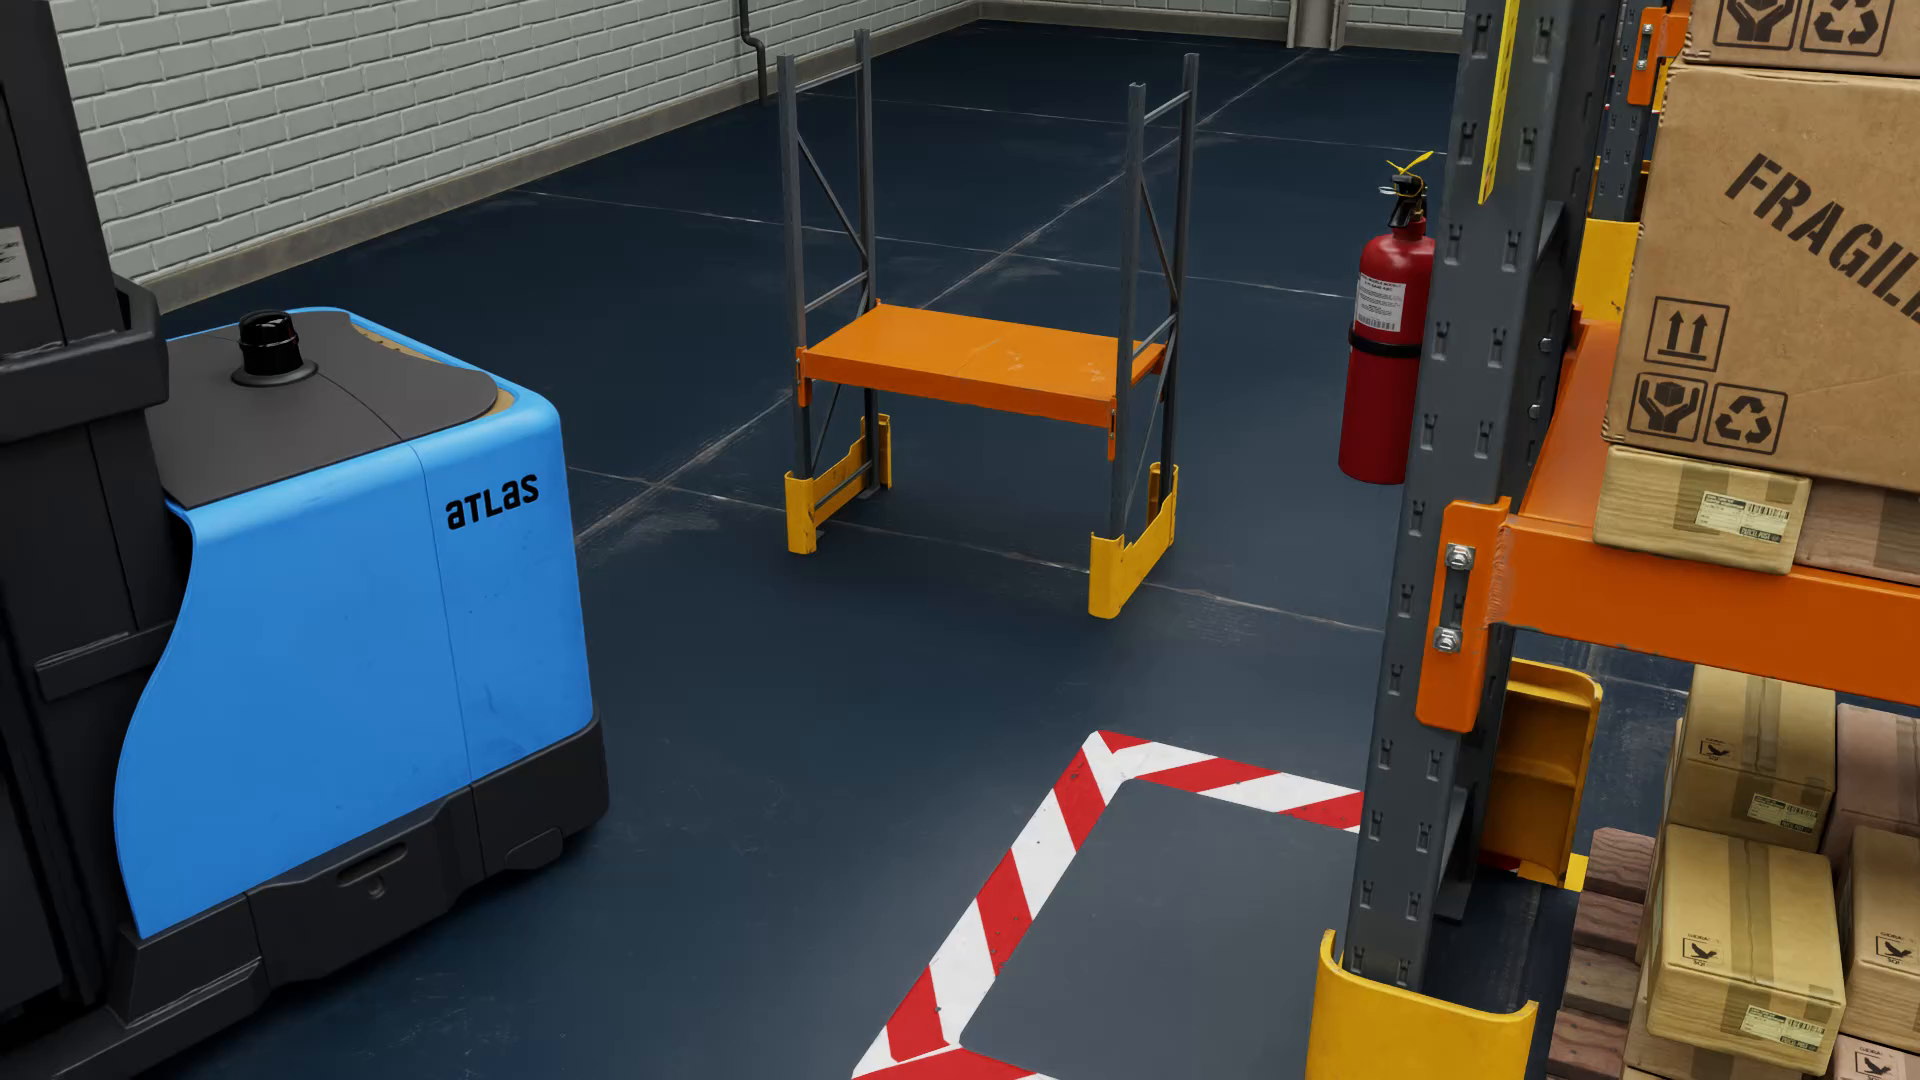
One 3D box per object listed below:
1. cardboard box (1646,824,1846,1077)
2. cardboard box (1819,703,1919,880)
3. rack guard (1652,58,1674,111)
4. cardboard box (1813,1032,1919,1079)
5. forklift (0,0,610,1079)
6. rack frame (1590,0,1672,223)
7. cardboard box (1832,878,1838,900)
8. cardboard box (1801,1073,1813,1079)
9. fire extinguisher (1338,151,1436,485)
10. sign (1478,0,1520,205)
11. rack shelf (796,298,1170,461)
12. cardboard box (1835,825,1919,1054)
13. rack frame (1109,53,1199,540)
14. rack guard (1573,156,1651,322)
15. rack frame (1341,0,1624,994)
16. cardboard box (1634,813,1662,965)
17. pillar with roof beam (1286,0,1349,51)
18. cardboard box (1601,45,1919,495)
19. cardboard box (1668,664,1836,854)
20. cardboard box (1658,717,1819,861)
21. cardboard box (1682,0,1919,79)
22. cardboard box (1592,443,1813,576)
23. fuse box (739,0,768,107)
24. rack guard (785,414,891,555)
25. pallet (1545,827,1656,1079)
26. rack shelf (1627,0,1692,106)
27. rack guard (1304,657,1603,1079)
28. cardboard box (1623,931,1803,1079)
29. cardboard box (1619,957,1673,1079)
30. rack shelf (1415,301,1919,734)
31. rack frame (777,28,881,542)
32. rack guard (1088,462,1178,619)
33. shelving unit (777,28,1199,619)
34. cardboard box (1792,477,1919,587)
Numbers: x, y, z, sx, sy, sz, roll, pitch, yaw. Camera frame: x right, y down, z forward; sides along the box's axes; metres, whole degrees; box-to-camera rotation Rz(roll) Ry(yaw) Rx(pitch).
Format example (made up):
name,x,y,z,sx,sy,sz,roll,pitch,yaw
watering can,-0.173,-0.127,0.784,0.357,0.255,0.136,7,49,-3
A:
name,x,y,z,sx,sy,sz,roll,pitch,yaw
cardboard box,1.238,0.638,2.636,0.250,0.149,0.380,10,28,19
cardboard box,1.693,0.470,2.978,0.250,0.149,0.380,12,29,23
rack guard,4.979,-3.288,11.362,0.348,0.500,1.175,11,28,22
cardboard box,1.498,0.811,2.622,0.250,0.149,0.380,11,28,22
forklift,-2.185,-0.309,2.560,1.130,2.935,3.031,23,34,38
rack frame,2.858,-2.427,6.783,0.127,3.000,1.000,11,28,22
cardboard box,1.715,0.591,3.070,0.250,0.149,0.380,11,28,21
cardboard box,1.518,0.912,2.753,0.250,0.149,0.380,11,28,22
fire extinguisher,0.863,-0.447,3.272,0.183,0.674,0.296,11,28,22
sign,0.677,-0.588,2.068,0.005,0.325,0.100,11,28,22
rack shelf,0.078,-0.496,4.966,1.000,0.185,0.538,11,28,22
cardboard box,1.538,0.640,2.632,0.250,0.149,0.380,12,29,23
rack frame,0.540,-0.564,4.698,0.032,1.500,0.500,11,28,22
rack guard,2.836,-1.309,7.344,0.348,0.500,1.175,11,28,22
rack frame,0.901,-0.418,2.702,0.127,3.000,1.000,11,28,22
cardboard box,1.467,0.685,3.214,0.250,0.149,0.380,12,29,23
pillar with roof beam,1.046,-6.239,7.734,0.400,9.000,9.100,11,28,22
cardboard box,1.196,-0.403,2.222,0.500,0.500,0.500,13,29,24
cardboard box,1.488,0.401,3.118,0.250,0.149,0.380,12,29,22
cardboard box,1.500,0.521,3.211,0.250,0.149,0.380,11,28,20
cardboard box,1.200,-0.856,2.010,0.500,0.500,0.500,11,28,21
cardboard box,1.060,-0.114,2.370,0.250,0.149,0.380,11,28,21
fuse box,-1.282,-3.688,10.804,0.414,1.711,0.539,11,28,22
rack guard,-0.384,-0.189,5.351,0.087,0.250,0.587,11,28,22
pallet,1.695,1.010,2.960,1.213,0.211,1.003,11,28,22
rack shelf,4.679,-1.738,6.199,4.000,0.370,1.077,11,28,22
rack guard,0.970,0.718,3.226,0.348,0.500,1.175,11,28,22
cardboard box,1.272,0.738,2.769,0.250,0.149,0.380,13,29,24
cardboard box,1.246,0.897,2.783,0.250,0.149,0.380,12,29,23
rack shelf,2.722,0.271,2.119,4.000,0.370,1.077,11,28,22
rack frame,-0.385,-0.750,5.076,0.032,1.500,0.500,11,28,22
rack guard,0.523,-0.007,4.982,0.087,0.250,0.587,11,28,22
shelving unit,0.069,-0.659,4.890,1.083,1.500,0.587,11,28,22
cardboard box,1.309,-0.084,2.309,0.250,0.149,0.380,12,29,24
